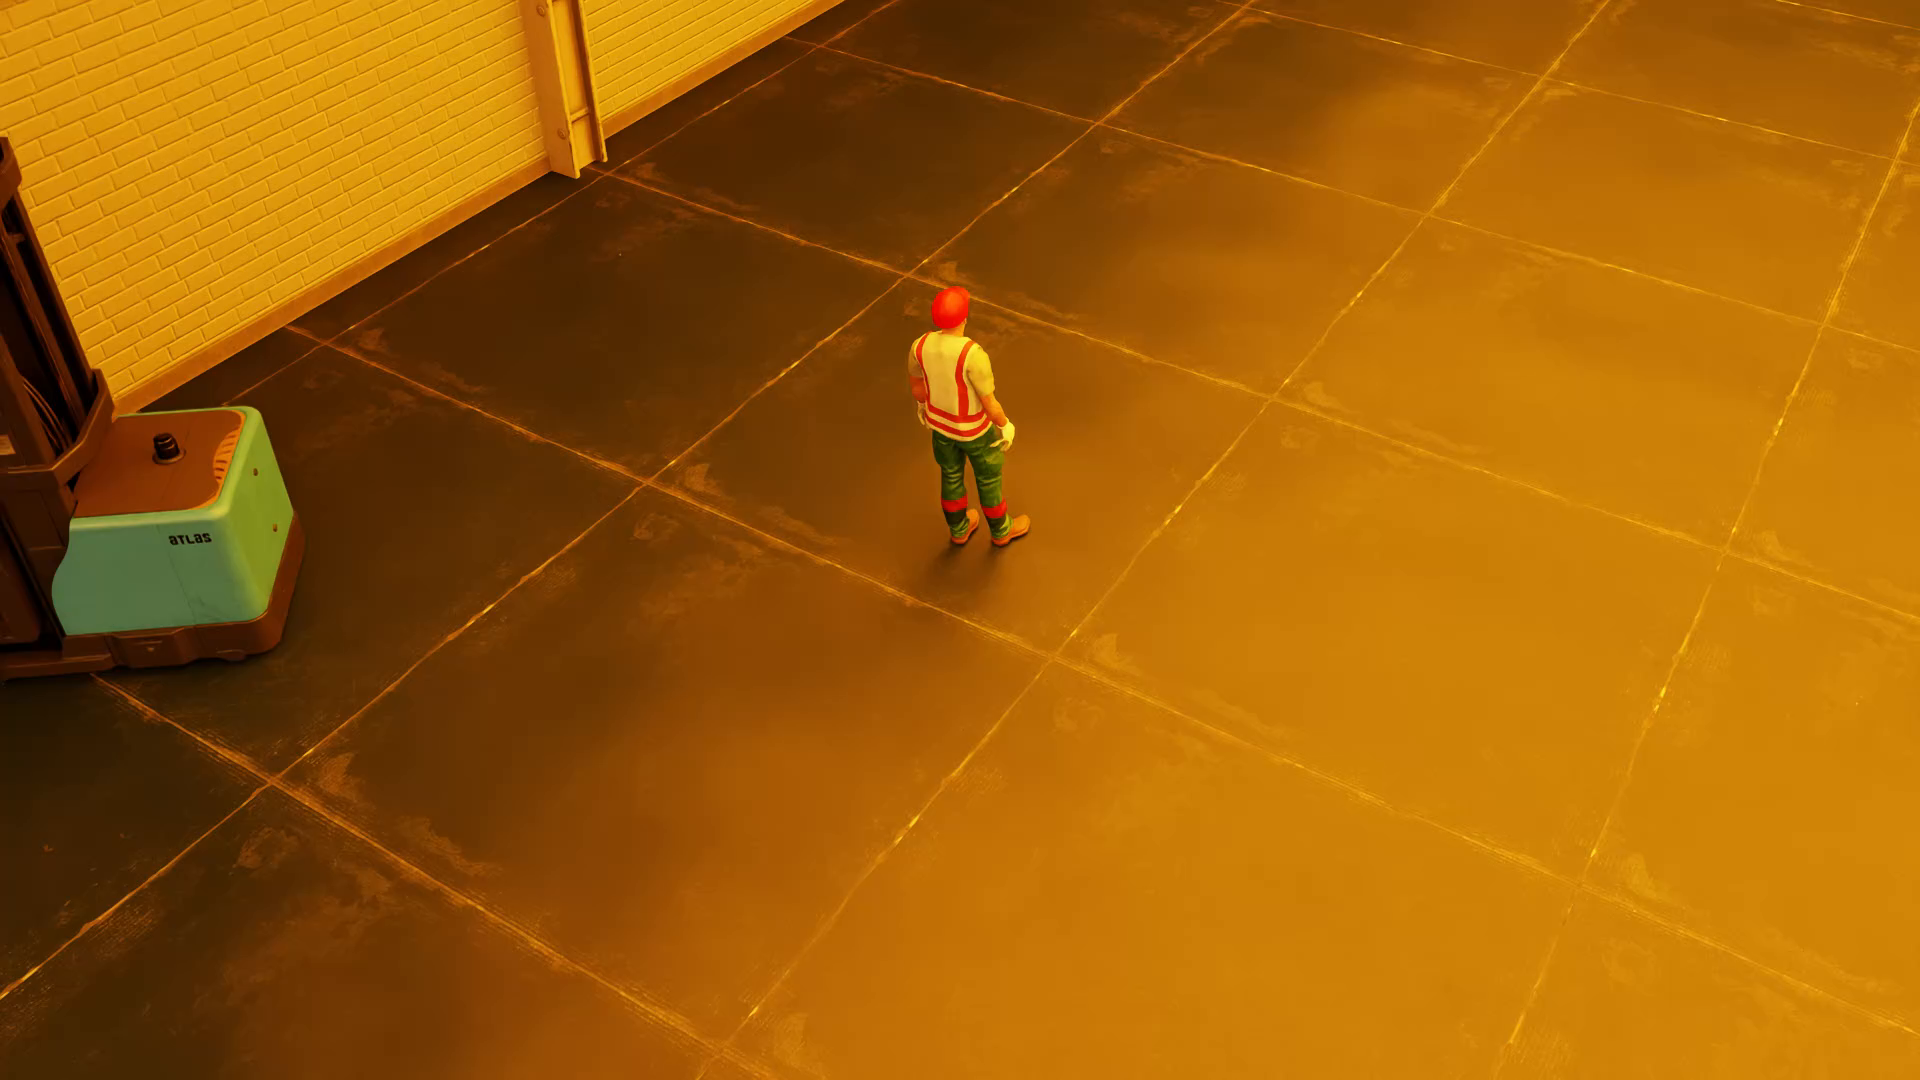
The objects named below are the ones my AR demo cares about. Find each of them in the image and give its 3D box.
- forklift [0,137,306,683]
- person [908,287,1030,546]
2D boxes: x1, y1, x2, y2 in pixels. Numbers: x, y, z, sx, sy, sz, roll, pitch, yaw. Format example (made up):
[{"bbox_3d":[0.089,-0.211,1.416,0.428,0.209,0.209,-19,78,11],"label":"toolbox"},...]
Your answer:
[{"bbox_3d":[-5.419,-0.647,8.730,3.031,2.935,1.130,-5,40,-5],"label":"forklift"},{"bbox_3d":[0.054,-0.726,9.699,0.637,1.782,0.564,22,45,24],"label":"person"}]
